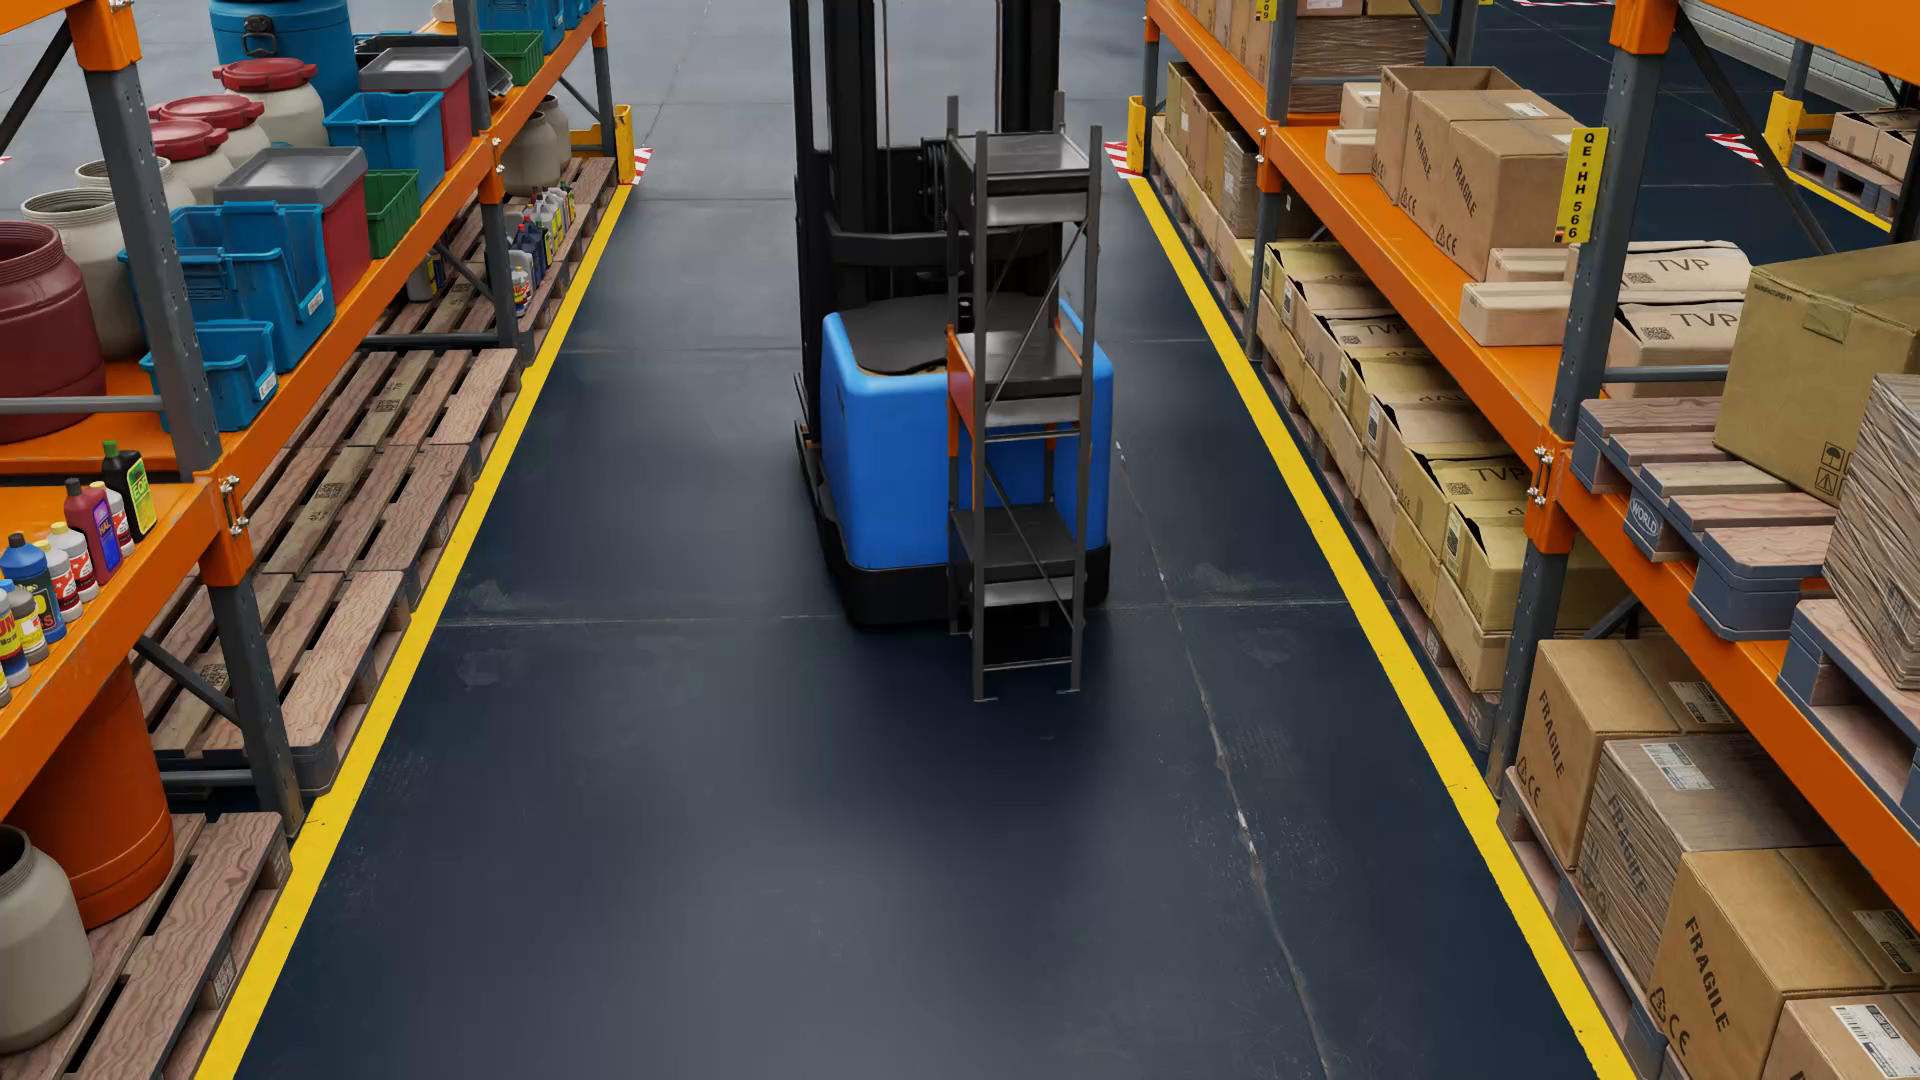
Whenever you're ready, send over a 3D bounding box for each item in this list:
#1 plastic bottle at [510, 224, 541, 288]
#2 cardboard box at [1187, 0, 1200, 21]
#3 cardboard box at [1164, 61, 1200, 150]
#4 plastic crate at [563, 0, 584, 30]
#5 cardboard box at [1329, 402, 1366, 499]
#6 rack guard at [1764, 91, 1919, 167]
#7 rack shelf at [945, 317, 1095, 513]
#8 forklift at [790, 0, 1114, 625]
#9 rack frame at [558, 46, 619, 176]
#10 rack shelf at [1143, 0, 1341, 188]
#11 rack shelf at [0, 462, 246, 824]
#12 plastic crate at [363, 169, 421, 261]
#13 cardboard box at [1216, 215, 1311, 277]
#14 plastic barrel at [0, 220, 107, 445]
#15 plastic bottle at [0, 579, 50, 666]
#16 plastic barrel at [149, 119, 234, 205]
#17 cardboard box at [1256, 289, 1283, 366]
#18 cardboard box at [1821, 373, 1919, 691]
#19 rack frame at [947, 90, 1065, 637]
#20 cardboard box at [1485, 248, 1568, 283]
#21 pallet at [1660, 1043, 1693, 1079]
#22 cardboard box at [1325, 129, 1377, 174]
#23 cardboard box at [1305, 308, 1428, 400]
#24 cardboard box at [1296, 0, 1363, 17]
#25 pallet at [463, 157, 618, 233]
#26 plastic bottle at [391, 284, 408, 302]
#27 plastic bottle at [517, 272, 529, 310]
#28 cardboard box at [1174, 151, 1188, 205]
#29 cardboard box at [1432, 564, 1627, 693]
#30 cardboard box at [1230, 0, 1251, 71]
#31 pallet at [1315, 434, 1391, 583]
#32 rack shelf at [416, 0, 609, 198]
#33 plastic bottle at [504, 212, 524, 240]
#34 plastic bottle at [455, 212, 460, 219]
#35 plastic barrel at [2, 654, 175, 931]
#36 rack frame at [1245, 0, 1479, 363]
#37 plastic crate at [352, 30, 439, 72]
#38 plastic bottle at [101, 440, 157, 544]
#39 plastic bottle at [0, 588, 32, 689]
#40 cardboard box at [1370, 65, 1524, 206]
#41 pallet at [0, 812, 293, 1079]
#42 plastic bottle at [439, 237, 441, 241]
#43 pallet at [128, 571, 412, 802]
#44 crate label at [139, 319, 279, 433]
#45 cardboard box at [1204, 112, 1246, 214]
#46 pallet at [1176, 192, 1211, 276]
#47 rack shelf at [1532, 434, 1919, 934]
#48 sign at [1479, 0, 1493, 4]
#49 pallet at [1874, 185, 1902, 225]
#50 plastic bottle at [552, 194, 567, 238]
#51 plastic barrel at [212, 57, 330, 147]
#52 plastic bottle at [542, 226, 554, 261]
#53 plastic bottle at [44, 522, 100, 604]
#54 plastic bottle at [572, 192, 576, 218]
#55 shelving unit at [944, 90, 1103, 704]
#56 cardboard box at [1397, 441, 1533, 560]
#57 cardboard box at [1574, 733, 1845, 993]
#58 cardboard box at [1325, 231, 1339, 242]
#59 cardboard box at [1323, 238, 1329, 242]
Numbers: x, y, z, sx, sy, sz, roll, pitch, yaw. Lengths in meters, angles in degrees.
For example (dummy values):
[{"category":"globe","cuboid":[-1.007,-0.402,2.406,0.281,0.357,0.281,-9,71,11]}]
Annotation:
[{"category":"plastic bottle","cuboid":[-2.493,-1.624,9.508,0.144,0.351,0.185,-1,28,-1]},{"category":"cardboard box","cuboid":[1.917,-3.771,11.129,0.700,0.500,0.500,-1,28,-1]},{"category":"cardboard box","cuboid":[1.707,-3.001,11.469,0.500,0.500,0.500,-1,28,-3]},{"category":"plastic crate","cuboid":[-2.721,-3.478,10.835,0.499,0.251,0.408,-1,28,-3]},{"category":"cardboard box","cuboid":[1.936,-0.403,7.298,0.500,0.250,0.500,-1,28,-2]},{"category":"rack guard","cuboid":[6.824,-3.163,12.774,1.175,0.500,0.348,-1,28,-3]},{"category":"rack shelf","cuboid":[0.201,-0.448,5.868,0.431,0.518,0.480,-5,28,-9]},{"category":"forklift","cuboid":[-0.183,-1.630,7.206,1.130,2.935,3.031,-5,28,-9]},{"category":"rack frame","cuboid":[-3.074,-4.067,11.805,1.000,3.000,0.127,-1,28,-3]},{"category":"rack shelf","cuboid":[1.977,-2.943,10.426,1.077,0.370,4.000,-1,28,-3]},{"category":"rack shelf","cuboid":[-2.552,0.870,3.117,1.077,0.370,4.000,-1,28,-3]},{"category":"plastic crate","cuboid":[-2.492,-1.329,6.783,0.450,0.188,0.662,-1,28,-3]},{"category":"cardboard box","cuboid":[1.823,-1.745,9.872,0.500,0.250,0.500,-1,28,-3]},{"category":"plastic barrel","cuboid":[-2.983,-0.640,5.087,0.600,0.536,0.708,-1,28,-3]},{"category":"plastic bottle","cuboid":[-2.194,0.187,3.863,0.097,0.201,0.097,0,28,0]},{"category":"plastic barrel","cuboid":[-2.973,-1.295,6.342,0.433,0.535,0.433,0,28,0]},{"category":"cardboard box","cuboid":[1.855,-1.113,8.659,0.500,0.250,0.500,-2,28,-4]},{"category":"cardboard box","cuboid":[2.293,-0.006,3.456,0.700,0.500,0.500,4,28,7]},{"category":"rack frame","cuboid":[0.156,-0.571,6.074,0.400,2.100,0.015,-5,28,-9]},{"category":"cardboard box","cuboid":[2.168,-0.967,6.132,0.380,0.149,0.250,1,28,1]},{"category":"pallet","cuboid":[2.353,1.653,3.852,1.003,0.211,1.213,-1,28,-3]},{"category":"cardboard box","cuboid":[1.924,-1.813,7.753,0.380,0.149,0.250,-1,28,-3]},{"category":"cardboard box","cuboid":[1.904,-0.887,7.619,0.500,0.311,0.500,-2,28,-4]},{"category":"cardboard box","cuboid":[1.854,-2.790,8.547,0.380,0.149,0.250,-1,28,-3]},{"category":"pallet","cuboid":[-2.986,-2.422,11.665,1.003,0.211,1.213,-1,28,-3]},{"category":"plastic bottle","cuboid":[-3.186,-1.531,9.331,0.144,0.351,0.185,-2,28,-4]},{"category":"plastic bottle","cuboid":[-2.449,-1.379,9.201,0.097,0.201,0.097,0,28,0]},{"category":"cardboard box","cuboid":[1.734,-2.438,11.199,0.500,0.250,0.500,-1,28,-3]},{"category":"cardboard box","cuboid":[2.020,0.305,5.941,0.500,0.250,0.500,-1,28,-1]},{"category":"cardboard box","cuboid":[1.996,-3.062,9.770,0.700,0.500,0.500,-1,28,-2]},{"category":"pallet","cuboid":[2.226,-0.198,7.401,1.003,0.211,1.213,-1,28,-3]},{"category":"rack shelf","cuboid":[-2.969,-2.825,10.200,1.077,0.370,4.000,-1,28,-3]},{"category":"plastic bottle","cuboid":[-2.671,-1.859,10.040,0.152,0.276,0.135,-1,28,-3]},{"category":"plastic bottle","cuboid":[-3.290,-2.208,10.714,0.097,0.271,0.097,0,28,0]},{"category":"plastic barrel","cuboid":[-2.614,0.629,4.694,0.600,0.830,0.708,-1,28,-3]},{"category":"rack frame","cuboid":[2.082,-2.338,8.489,1.000,3.000,0.127,-1,28,-3]},{"category":"plastic crate","cuboid":[-3.194,-2.659,9.265,0.499,0.251,0.616,-1,28,-3]},{"category":"plastic bottle","cuboid":[-2.209,-0.145,4.410,0.061,0.283,0.133,-1,28,-3]},{"category":"plastic bottle","cuboid":[-2.189,0.201,3.761,0.097,0.271,0.097,0,28,0]},{"category":"cardboard box","cuboid":[2.133,-1.784,7.319,0.500,0.500,0.500,1,28,1]},{"category":"pallet","cuboid":[-2.573,1.227,4.670,1.003,0.211,1.213,-1,28,-3]},{"category":"plastic bottle","cuboid":[-3.112,-1.753,9.830,0.061,0.283,0.133,-1,28,-3]},{"category":"pallet","cuboid":[-2.658,0.505,6.054,1.003,0.211,1.213,-1,28,-3]},{"category":"crate label","cuboid":[-2.304,-0.502,5.151,0.303,0.233,0.416,-1,28,-3]},{"category":"cardboard box","cuboid":[1.795,-2.309,10.141,0.500,0.500,0.500,-1,28,-3]},{"category":"pallet","cuboid":[2.015,-2.035,10.923,1.003,0.211,1.213,-1,28,-3]},{"category":"rack shelf","cuboid":[2.395,0.752,3.343,1.077,0.370,4.000,-1,28,-3]},{"category":"sign","cuboid":[2.623,-2.834,8.274,0.100,0.325,0.005,-1,28,-3]},{"category":"pallet","cuboid":[6.891,-2.097,11.043,1.003,0.211,1.213,-1,28,-3]},{"category":"plastic bottle","cuboid":[-2.547,-2.036,10.380,0.152,0.276,0.135,-2,28,-4]},{"category":"plastic barrel","cuboid":[-3.034,-1.833,7.374,0.433,0.535,0.433,0,28,0]},{"category":"plastic bottle","cuboid":[-2.494,-1.776,9.961,0.097,0.201,0.097,0,28,0]},{"category":"plastic bottle","cuboid":[-2.209,0.052,4.122,0.097,0.201,0.097,0,28,0]},{"category":"plastic bottle","cuboid":[-2.540,-2.184,10.744,0.097,0.201,0.097,0,28,0]},{"category":"shelving unit","cuboid":[0.201,-0.460,5.862,0.431,2.100,0.503,-5,28,-9]},{"category":"cardboard box","cuboid":[1.984,-0.182,6.269,0.500,0.311,0.500,-2,28,-3]},{"category":"cardboard box","cuboid":[2.062,0.881,4.544,0.500,0.500,0.500,-2,28,-5]},{"category":"cardboard box","cuboid":[2.370,-1.859,9.280,0.500,0.500,0.500,-1,28,-3]},{"category":"cardboard box","cuboid":[2.360,-1.527,9.453,0.500,0.250,0.500,-1,28,-3]}]
